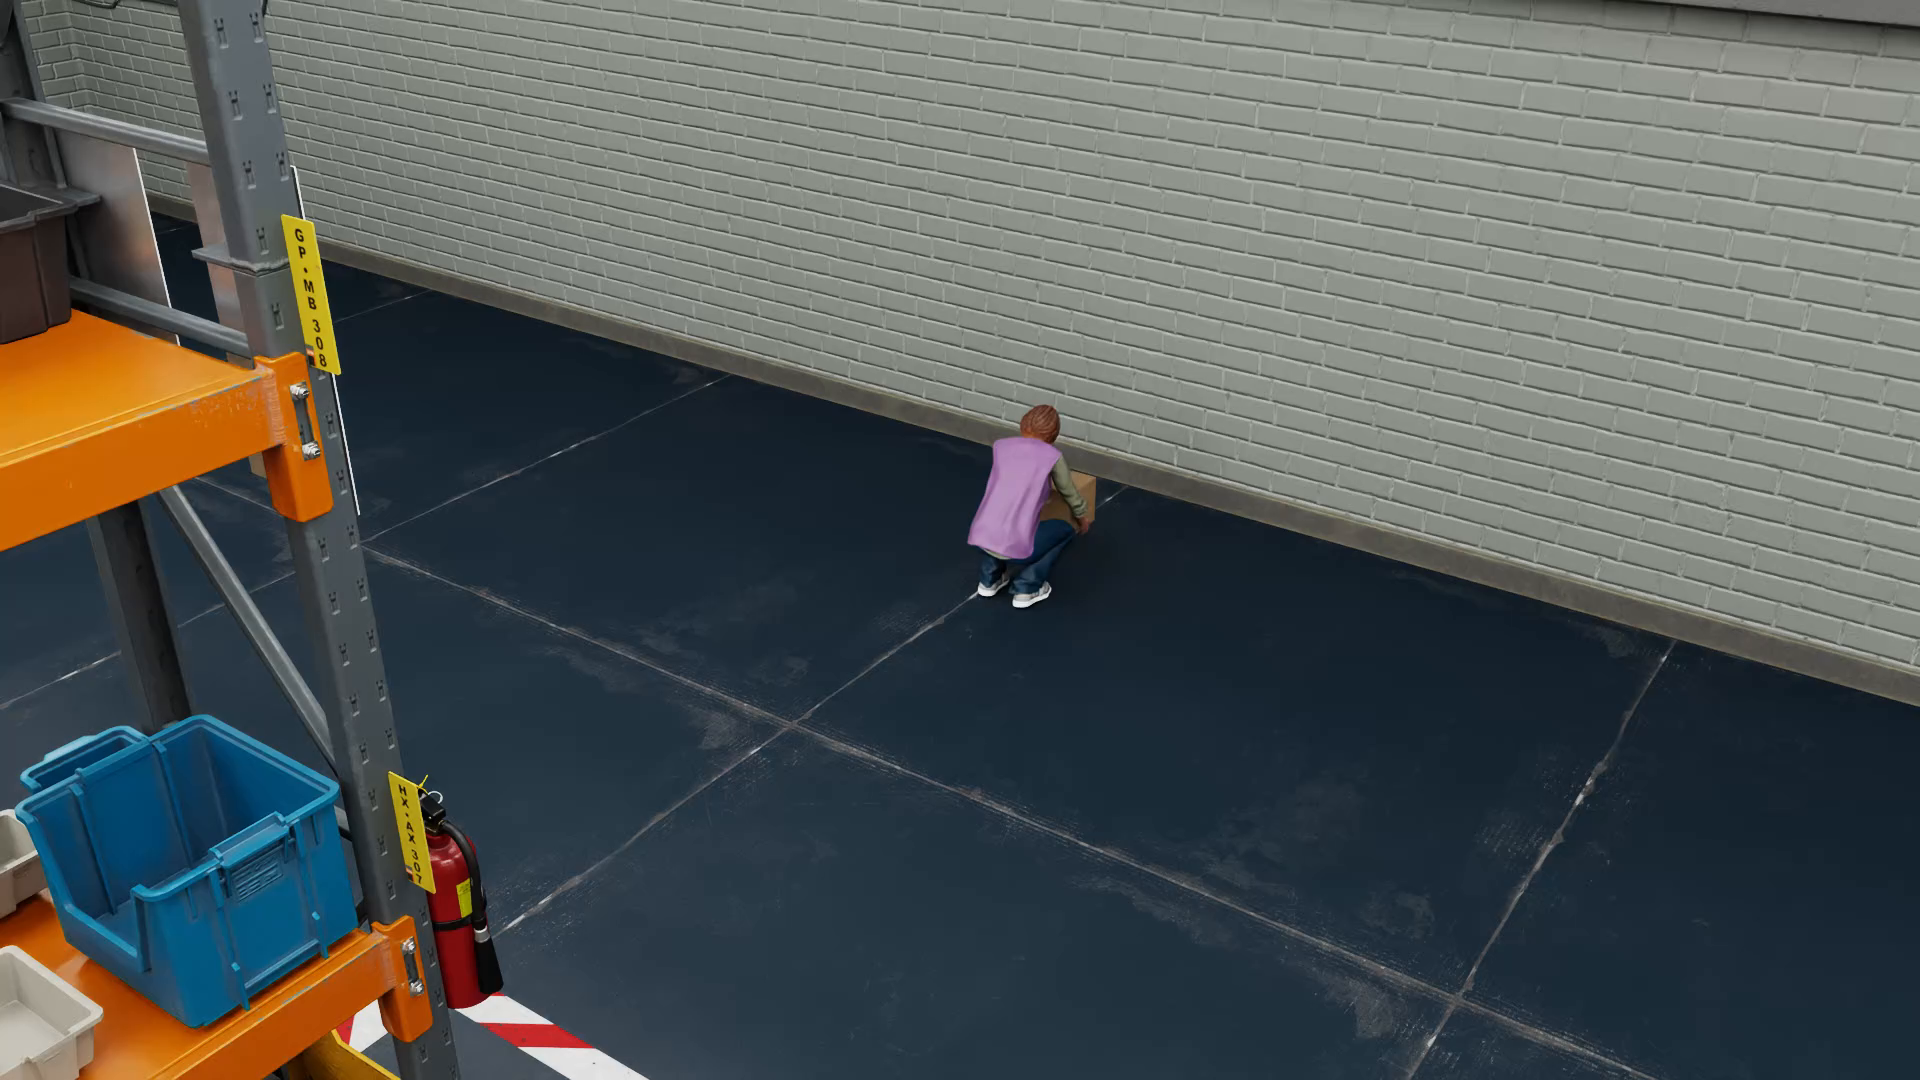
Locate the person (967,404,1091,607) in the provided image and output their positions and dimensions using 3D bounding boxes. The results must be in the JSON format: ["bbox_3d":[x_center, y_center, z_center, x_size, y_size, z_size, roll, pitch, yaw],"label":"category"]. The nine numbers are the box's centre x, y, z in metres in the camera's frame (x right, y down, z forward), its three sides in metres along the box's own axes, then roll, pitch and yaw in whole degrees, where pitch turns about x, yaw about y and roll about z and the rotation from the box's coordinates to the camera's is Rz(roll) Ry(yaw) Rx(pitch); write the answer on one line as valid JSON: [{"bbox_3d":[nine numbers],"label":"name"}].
[{"bbox_3d":[0.339,-0.173,8.239,0.450,0.896,0.804,18,32,30],"label":"person"}]
